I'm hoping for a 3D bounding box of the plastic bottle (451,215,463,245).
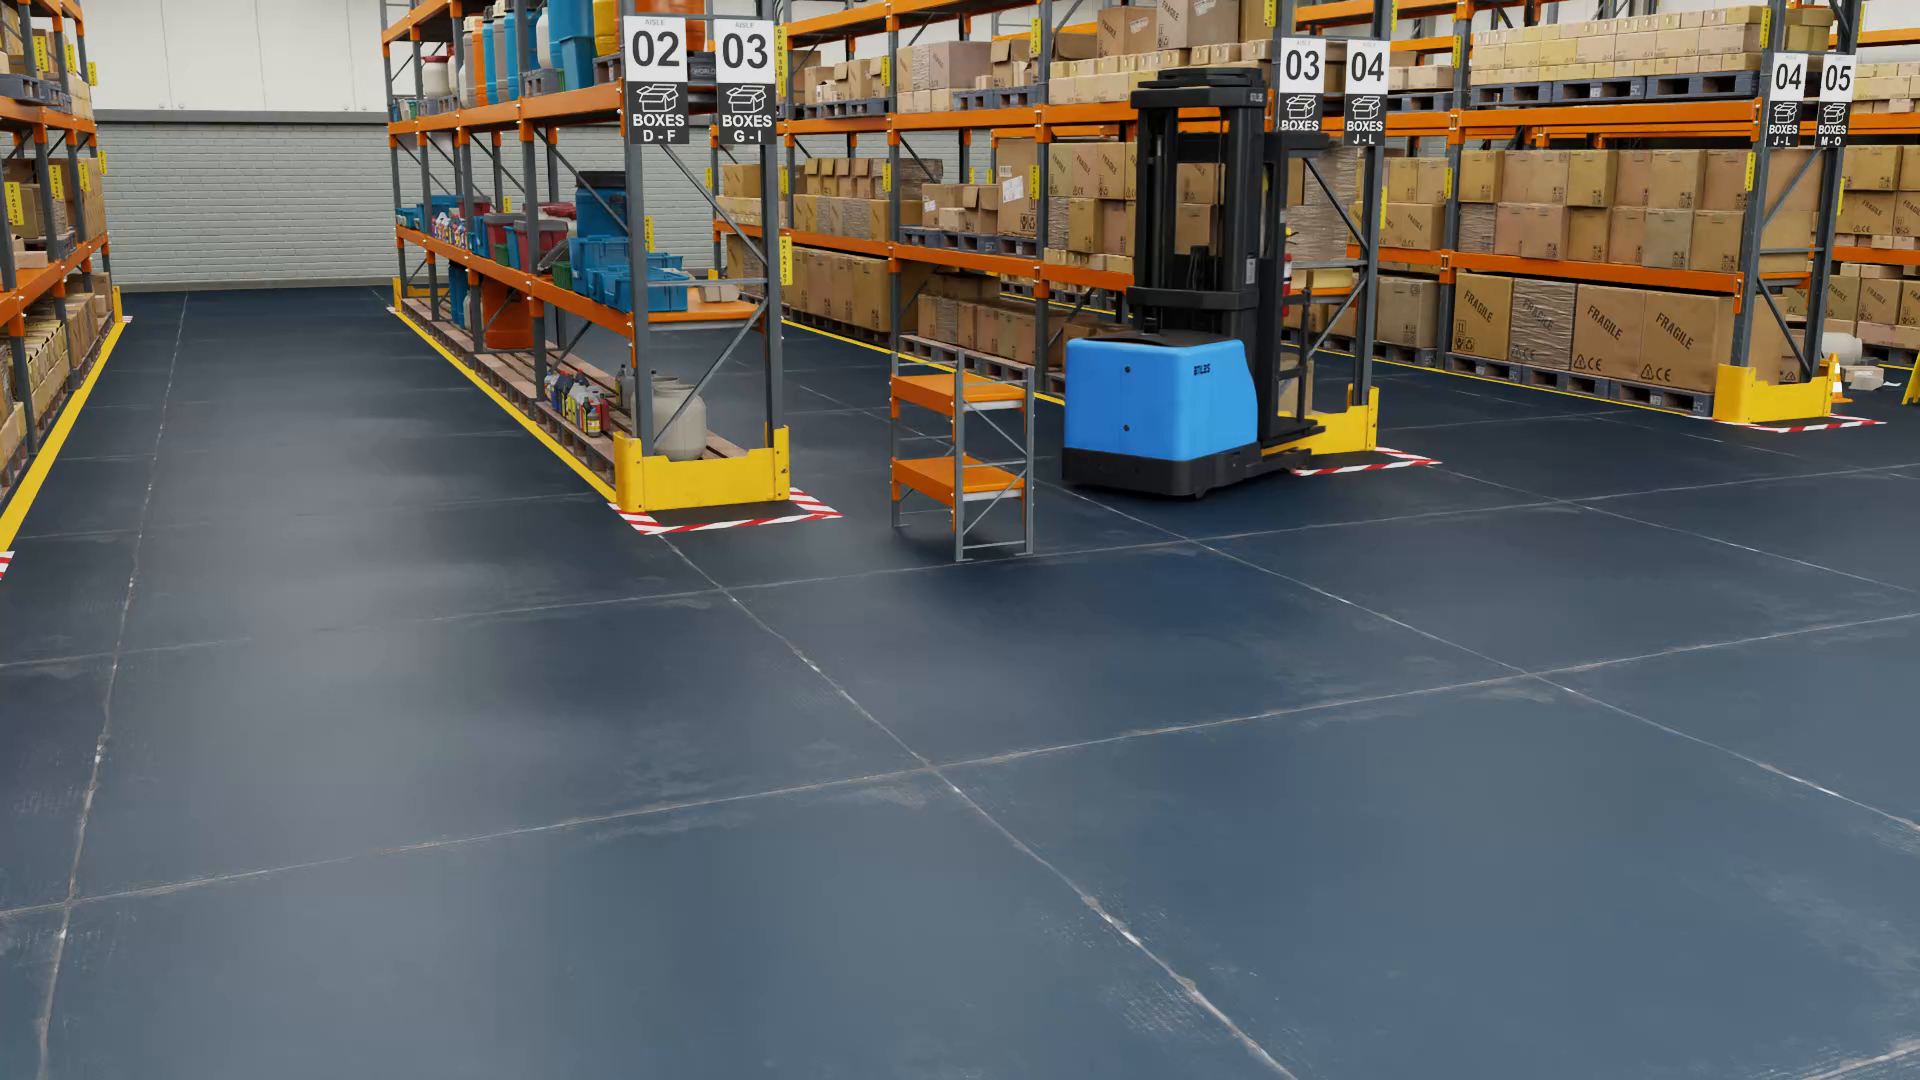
[{"bbox_3d":[-5.940,-3.664,19.659,0.144,0.351,0.185,-6,14,-23],"label":"plastic bottle"}]

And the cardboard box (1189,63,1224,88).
[{"bbox_3d":[2.210,-3.733,13.526,0.500,0.250,0.500,-6,14,-23],"label":"cardboard box"}]

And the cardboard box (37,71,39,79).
[{"bbox_3d":[-9.854,-4.626,16.832,0.910,0.500,0.500,-6,14,-23],"label":"cardboard box"}]

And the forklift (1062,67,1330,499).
[{"bbox_3d":[2.032,-1.990,12.469,1.130,2.935,3.031,10,16,37],"label":"forklift"}]

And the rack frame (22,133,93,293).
[{"bbox_3d":[-11.046,-3.750,19.921,1.000,3.000,0.127,-6,14,-23],"label":"rack frame"}]

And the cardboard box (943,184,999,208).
[{"bbox_3d":[0.203,-3.857,19.229,0.700,0.500,0.500,-3,13,-15],"label":"cardboard box"}]

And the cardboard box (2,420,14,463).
[{"bbox_3d":[-7.051,-0.680,11.823,0.500,0.250,0.500,-6,14,-23],"label":"cardboard box"}]

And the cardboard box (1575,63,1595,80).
[{"bbox_3d":[6.266,-4.591,16.304,0.380,0.149,0.250,-5,14,-22],"label":"cardboard box"}]

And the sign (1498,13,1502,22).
[{"bbox_3d":[10.573,-10.316,32.561,0.100,0.325,0.005,-6,14,-23],"label":"sign"}]

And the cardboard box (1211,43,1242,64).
[{"bbox_3d":[2.235,-3.888,13.311,0.380,0.149,0.250,-6,14,-25],"label":"cardboard box"}]

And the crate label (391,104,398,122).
[{"bbox_3d":[-8.035,-6.192,24.150,0.408,0.251,0.502,-6,14,-23],"label":"crate label"}]

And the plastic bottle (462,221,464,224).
[{"bbox_3d":[-5.975,-3.711,20.038,0.097,0.271,0.097,0,13,0],"label":"plastic bottle"}]

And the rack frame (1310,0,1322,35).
[{"bbox_3d":[4.220,-7.168,21.382,1.000,3.000,0.127,-6,14,-23],"label":"rack frame"}]

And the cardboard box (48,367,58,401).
[{"bbox_3d":[-8.393,-1.386,14.872,0.500,0.250,0.500,-5,14,-22],"label":"cardboard box"}]

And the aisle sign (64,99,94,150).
[{"bbox_3d":[-12.395,-5.885,23.379,0.394,0.787,0.004,-6,14,-23],"label":"aisle sign"}]

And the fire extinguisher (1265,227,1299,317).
[{"bbox_3d":[2.463,-2.062,12.798,0.296,0.674,0.183,-6,14,-23],"label":"fire extinguisher"}]

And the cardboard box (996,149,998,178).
[{"bbox_3d":[0.951,-6.462,28.538,0.500,0.500,0.500,-6,14,-23],"label":"cardboard box"}]

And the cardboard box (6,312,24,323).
[{"bbox_3d":[-10.034,-2.092,17.326,0.500,0.500,0.500,-5,14,-21],"label":"cardboard box"}]

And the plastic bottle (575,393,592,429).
[{"bbox_3d":[-2.968,-1.028,13.224,0.152,0.276,0.135,-6,14,-25],"label":"plastic bottle"}]

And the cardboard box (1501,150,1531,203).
[{"bbox_3d":[6.265,-3.835,17.561,0.875,0.550,0.550,-6,14,-23],"label":"cardboard box"}]

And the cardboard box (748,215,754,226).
[{"bbox_3d":[-3.006,-4.873,25.331,0.380,0.149,0.250,-5,14,-22],"label":"cardboard box"}]

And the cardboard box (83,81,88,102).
[{"bbox_3d":[-12.008,-6.022,22.309,0.500,0.250,0.500,-6,14,-23],"label":"cardboard box"}]

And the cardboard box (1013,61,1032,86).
[{"bbox_3d":[0.768,-4.777,17.072,0.396,0.266,0.258,-5,14,-21],"label":"cardboard box"}]

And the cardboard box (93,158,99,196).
[{"bbox_3d":[-11.803,-4.834,22.166,0.500,0.500,0.500,-5,14,-21],"label":"cardboard box"}]

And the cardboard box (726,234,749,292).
[{"bbox_3d":[-3.241,-4.515,27.007,0.875,0.875,0.875,-6,14,-23],"label":"cardboard box"}]

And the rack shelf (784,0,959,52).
[{"bbox_3d":[-1.167,-6.608,21.448,1.077,0.370,4.000,-6,14,-23],"label":"rack shelf"}]

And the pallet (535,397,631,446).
[{"bbox_3d":[-3.071,-1.043,14.408,1.003,0.211,1.213,-6,14,-23],"label":"pallet"}]

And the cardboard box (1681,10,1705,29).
[{"bbox_3d":[6.777,-4.716,15.079,0.380,0.149,0.250,-5,14,-22],"label":"cardboard box"}]

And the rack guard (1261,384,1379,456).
[{"bbox_3d":[2.809,-0.963,13.421,1.175,0.500,0.348,-6,14,-23],"label":"rack guard"}]

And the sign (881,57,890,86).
[{"bbox_3d":[-0.877,-5.521,19.598,0.100,0.325,0.005,-6,14,-23],"label":"sign"}]

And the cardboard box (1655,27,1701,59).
[{"bbox_3d":[6.772,-4.558,15.278,0.500,0.250,0.500,-6,14,-23],"label":"cardboard box"}]

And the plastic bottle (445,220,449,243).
[{"bbox_3d":[-6.185,-3.738,20.156,0.097,0.271,0.097,0,13,0],"label":"plastic bottle"}]

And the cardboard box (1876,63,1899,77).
[{"bbox_3d":[10.599,-5.310,18.795,0.380,0.149,0.250,-6,14,-25],"label":"cardboard box"}]

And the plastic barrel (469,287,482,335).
[{"bbox_3d":[-5.568,-2.733,19.943,0.600,0.588,0.708,-6,14,-23],"label":"plastic barrel"}]

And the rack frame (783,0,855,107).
[{"bbox_3d":[-1.968,-7.567,23.107,1.000,3.000,0.127,-6,14,-23],"label":"rack frame"}]

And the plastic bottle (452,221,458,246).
[{"bbox_3d":[-5.915,-3.595,19.508,0.061,0.283,0.133,-6,14,-23],"label":"plastic bottle"}]

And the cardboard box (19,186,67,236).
[{"bbox_3d":[-9.991,-3.503,17.701,0.700,0.500,0.500,-3,13,-12],"label":"cardboard box"}]

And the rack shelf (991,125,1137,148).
[{"bbox_3d":[1.816,-6.595,27.157,1.077,0.370,4.000,-6,14,-23],"label":"rack shelf"}]

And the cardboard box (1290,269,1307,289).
[{"bbox_3d":[2.536,-2.083,13.274,0.380,0.149,0.250,-6,14,-23],"label":"cardboard box"}]

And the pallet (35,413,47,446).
[{"bbox_3d":[-8.172,-0.888,13.737,1.003,0.211,1.213,-6,14,-23],"label":"pallet"}]

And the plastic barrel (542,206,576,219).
[{"bbox_3d":[-3.951,-3.069,16.675,0.433,0.535,0.433,0,13,0],"label":"plastic barrel"}]

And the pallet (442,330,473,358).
[{"bbox_3d":[-5.743,-2.423,20.369,1.003,0.211,1.213,-6,14,-23],"label":"pallet"}]

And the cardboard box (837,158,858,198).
[{"bbox_3d":[-1.177,-4.781,21.927,0.797,0.503,0.637,-5,14,-21],"label":"cardboard box"}]

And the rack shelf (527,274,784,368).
[{"bbox_3d":[-2.500,-1.780,13.005,1.077,0.370,4.000,-6,14,-23],"label":"rack shelf"}]

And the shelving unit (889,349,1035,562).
[{"bbox_3d":[-0.003,-0.549,10.249,0.538,1.125,1.048,-6,14,-23],"label":"shelving unit"}]

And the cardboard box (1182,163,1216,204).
[{"bbox_3d":[2.187,-3.040,13.753,0.500,0.500,0.500,-6,14,-23],"label":"cardboard box"}]

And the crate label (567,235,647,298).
[{"bbox_3d":[-2.684,-2.091,12.672,0.502,0.435,0.616,-6,14,-23],"label":"crate label"}]

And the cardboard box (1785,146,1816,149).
[{"bbox_3d":[10.294,-4.457,19.875,0.700,0.500,0.500,-6,14,-24],"label":"cardboard box"}]

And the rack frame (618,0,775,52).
[{"bbox_3d":[-1.699,-4.640,10.462,1.000,3.000,0.127,-6,14,-23],"label":"rack frame"}]

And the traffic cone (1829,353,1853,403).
[{"bbox_3d":[8.513,-1.594,16.231,0.336,0.463,0.334,-6,14,-23],"label":"traffic cone"}]

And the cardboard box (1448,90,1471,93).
[{"bbox_3d":[7.743,-6.766,25.144,0.500,0.500,0.500,-5,14,-22],"label":"cardboard box"}]

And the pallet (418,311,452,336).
[{"bbox_3d":[-6.836,-2.987,22.806,1.003,0.211,1.213,-6,14,-23],"label":"pallet"}]

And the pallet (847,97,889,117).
[{"bbox_3d":[-0.672,-5.315,20.450,1.213,0.211,1.003,-5,14,-20],"label":"pallet"}]

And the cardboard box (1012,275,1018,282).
[{"bbox_3d":[1.111,-4.530,28.680,0.380,0.149,0.250,-6,14,-23],"label":"cardboard box"}]

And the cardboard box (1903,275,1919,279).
[{"bbox_3d":[11.211,-2.809,19.356,0.500,0.500,0.500,-5,14,-20],"label":"cardboard box"}]
